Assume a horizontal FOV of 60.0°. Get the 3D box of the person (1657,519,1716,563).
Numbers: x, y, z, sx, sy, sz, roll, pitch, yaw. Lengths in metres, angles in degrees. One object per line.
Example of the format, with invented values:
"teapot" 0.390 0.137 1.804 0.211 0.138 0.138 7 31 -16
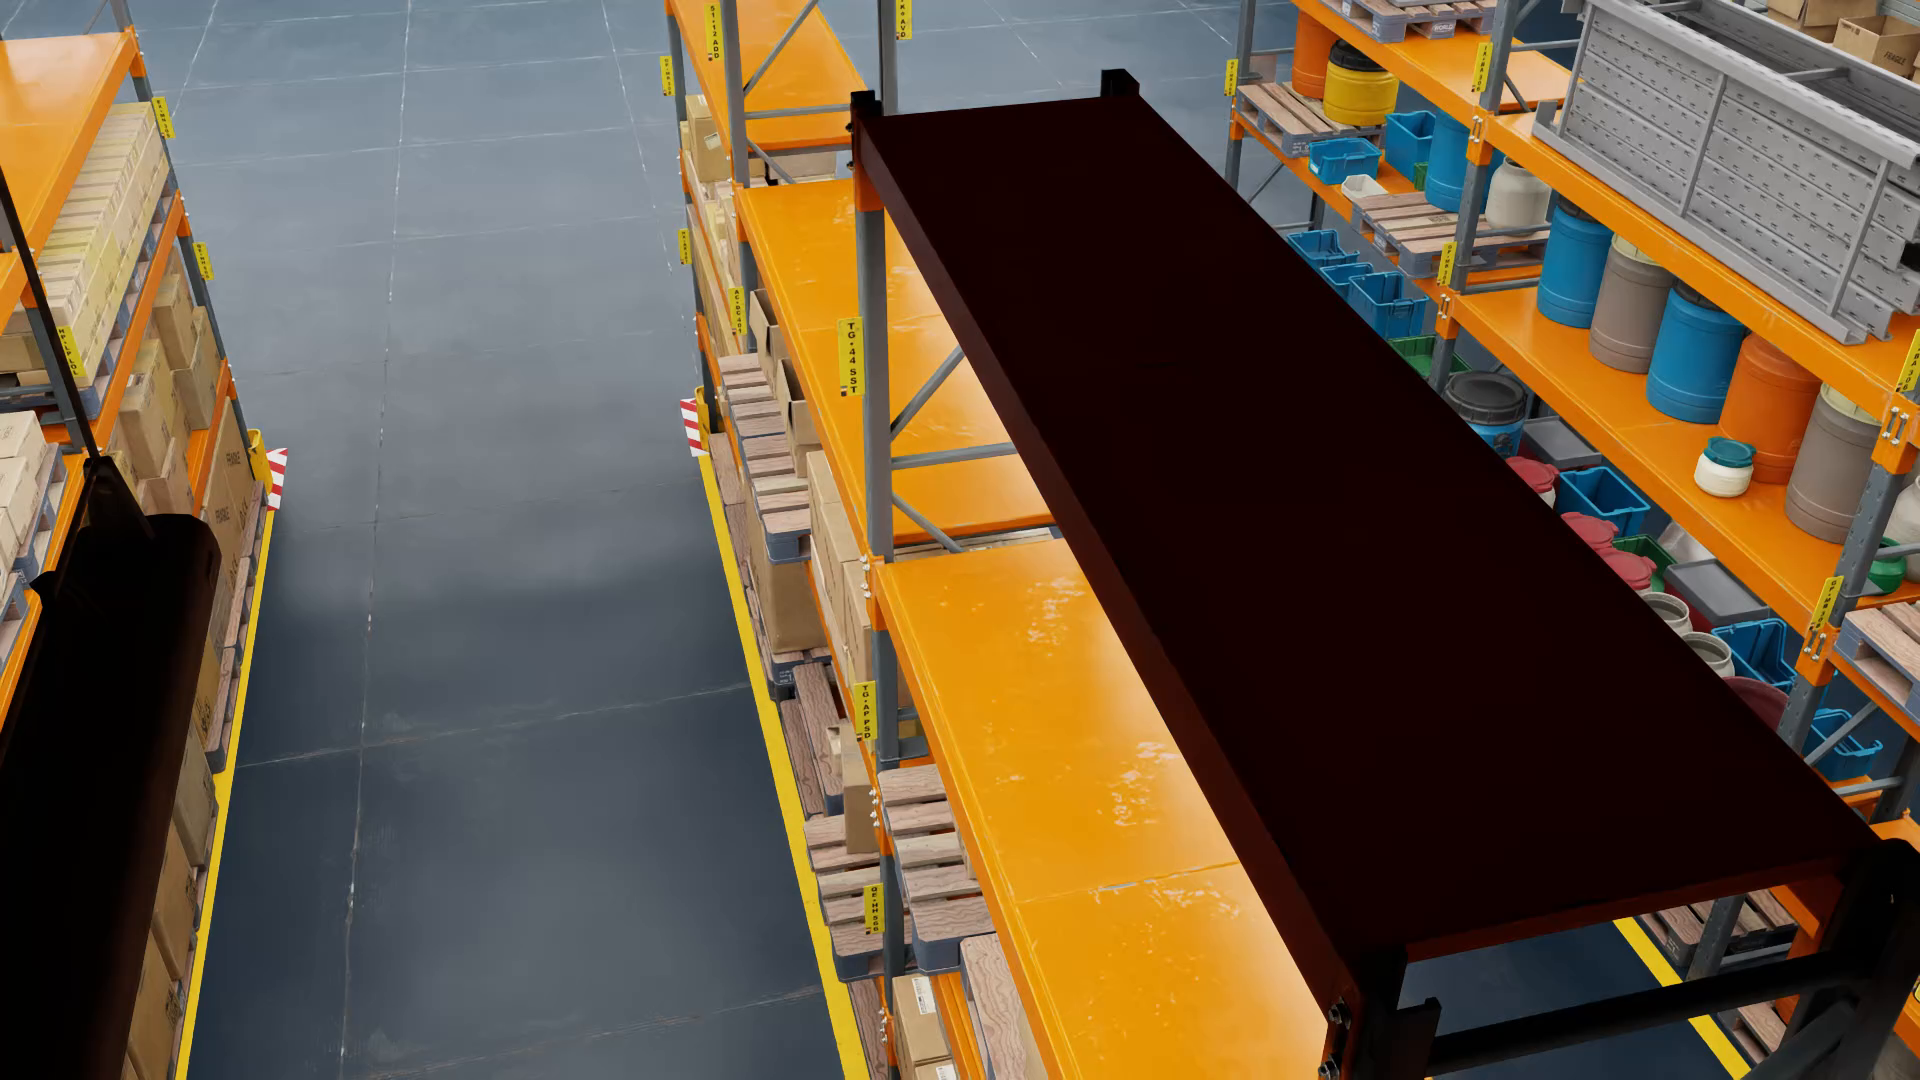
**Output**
"person" 5.515 0.038 12.465 0.621 1.786 0.510 -11 36 -16
